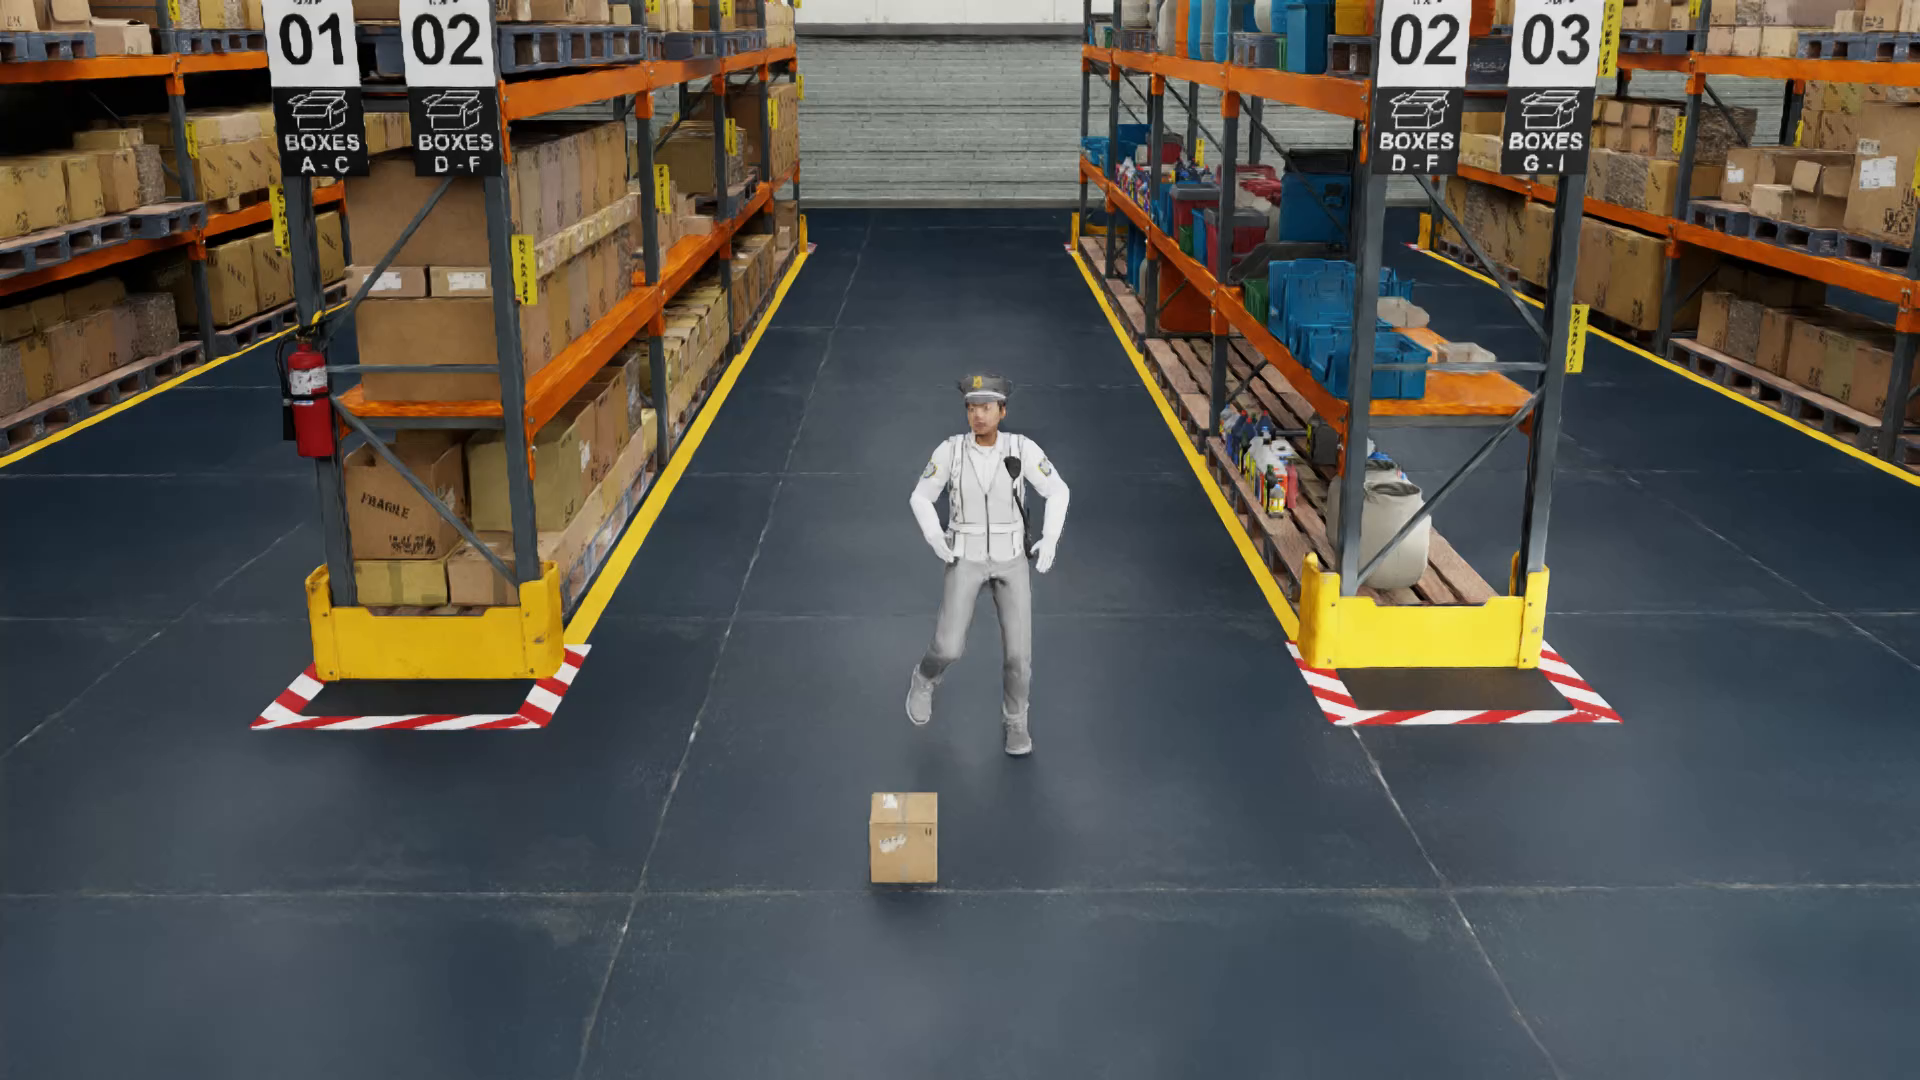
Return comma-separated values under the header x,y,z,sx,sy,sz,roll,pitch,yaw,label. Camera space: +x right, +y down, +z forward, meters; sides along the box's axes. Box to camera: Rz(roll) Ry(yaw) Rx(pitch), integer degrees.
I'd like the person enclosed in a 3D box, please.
x,y,z,sx,sy,sz,roll,pitch,yaw,label
0.121,0.093,7.254,0.727,1.670,0.461,-1,17,-3,person
